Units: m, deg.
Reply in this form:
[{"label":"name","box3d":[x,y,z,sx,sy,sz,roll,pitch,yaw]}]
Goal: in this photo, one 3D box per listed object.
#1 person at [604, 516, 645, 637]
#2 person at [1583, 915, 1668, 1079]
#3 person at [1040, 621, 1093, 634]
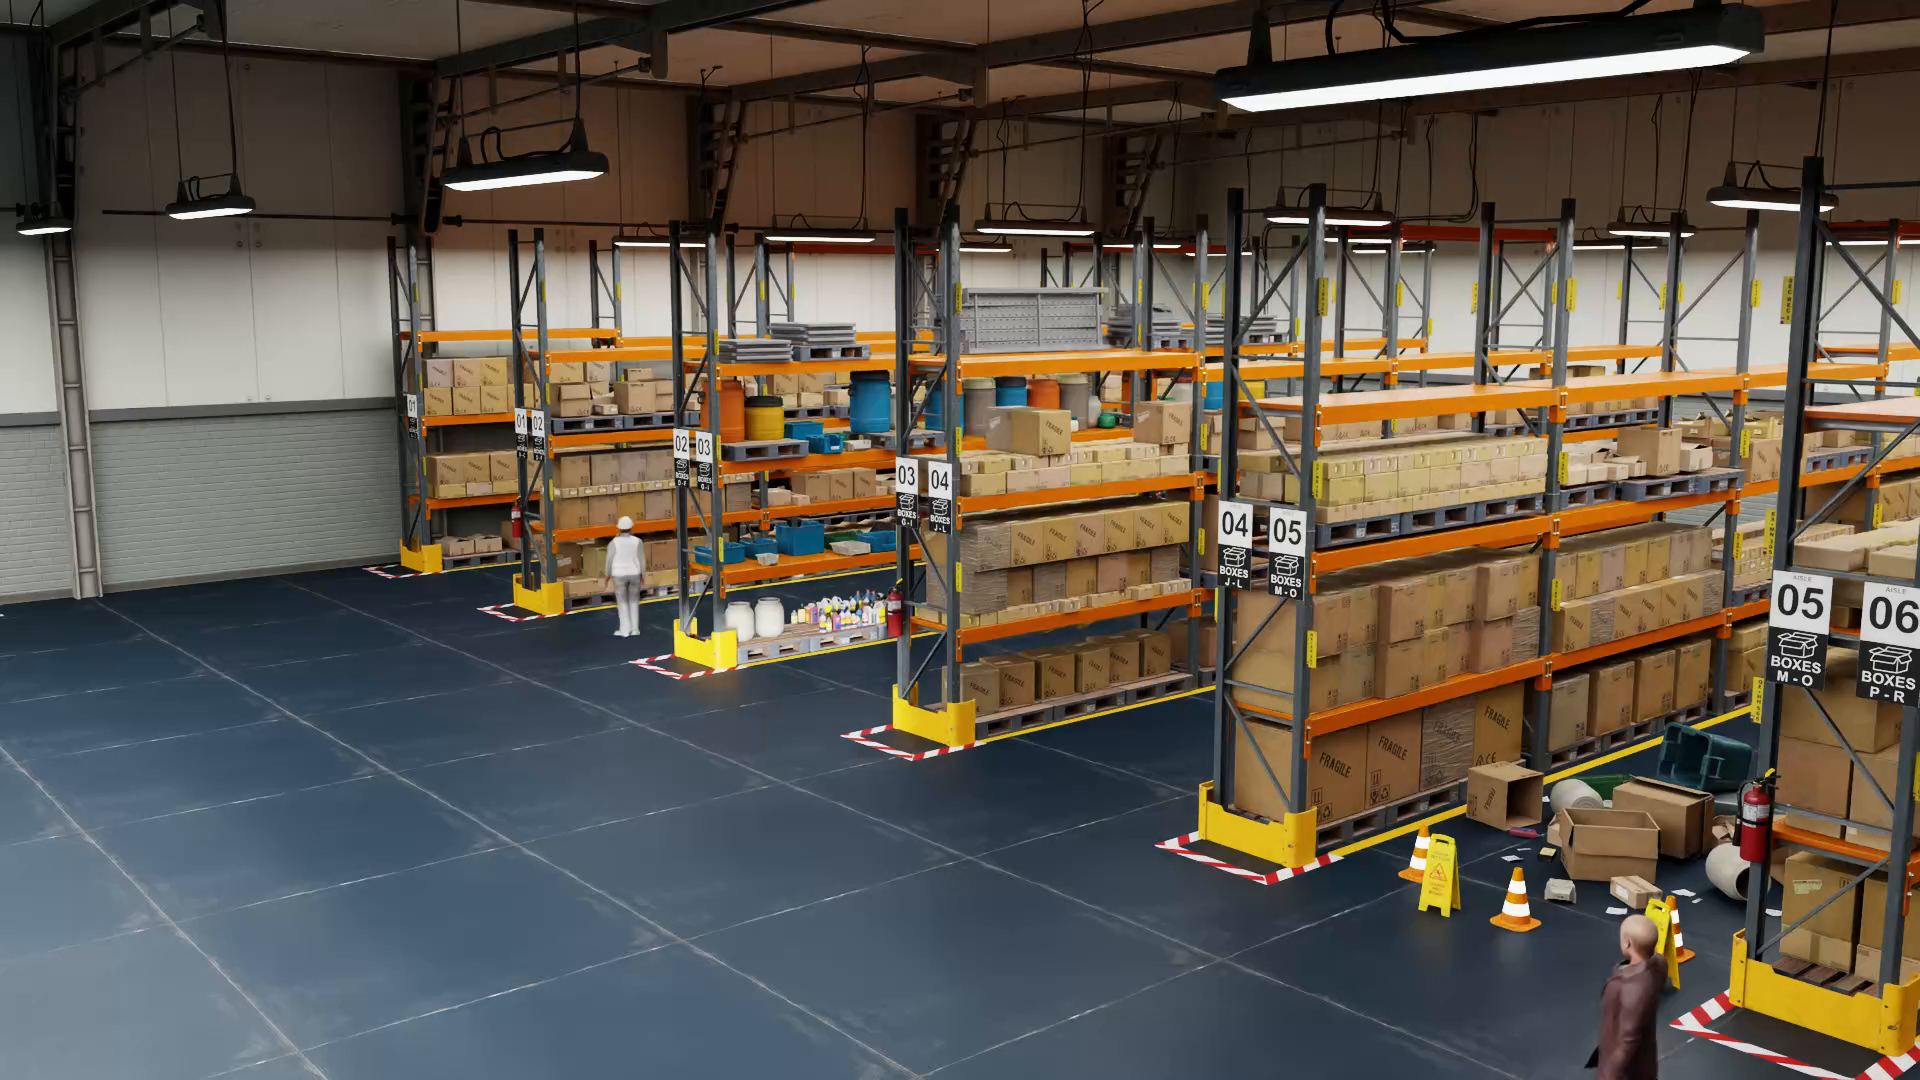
[{"label":"person","box3d":[-4.937,0.540,24.505,0.582,1.796,0.388,-5,10,-28]},{"label":"person","box3d":[3.662,2.896,9.127,0.551,1.781,0.654,3,9,21]},{"label":"person","box3d":[1.567,0.415,23.473,0.807,1.818,0.565,-6,11,-36]}]
